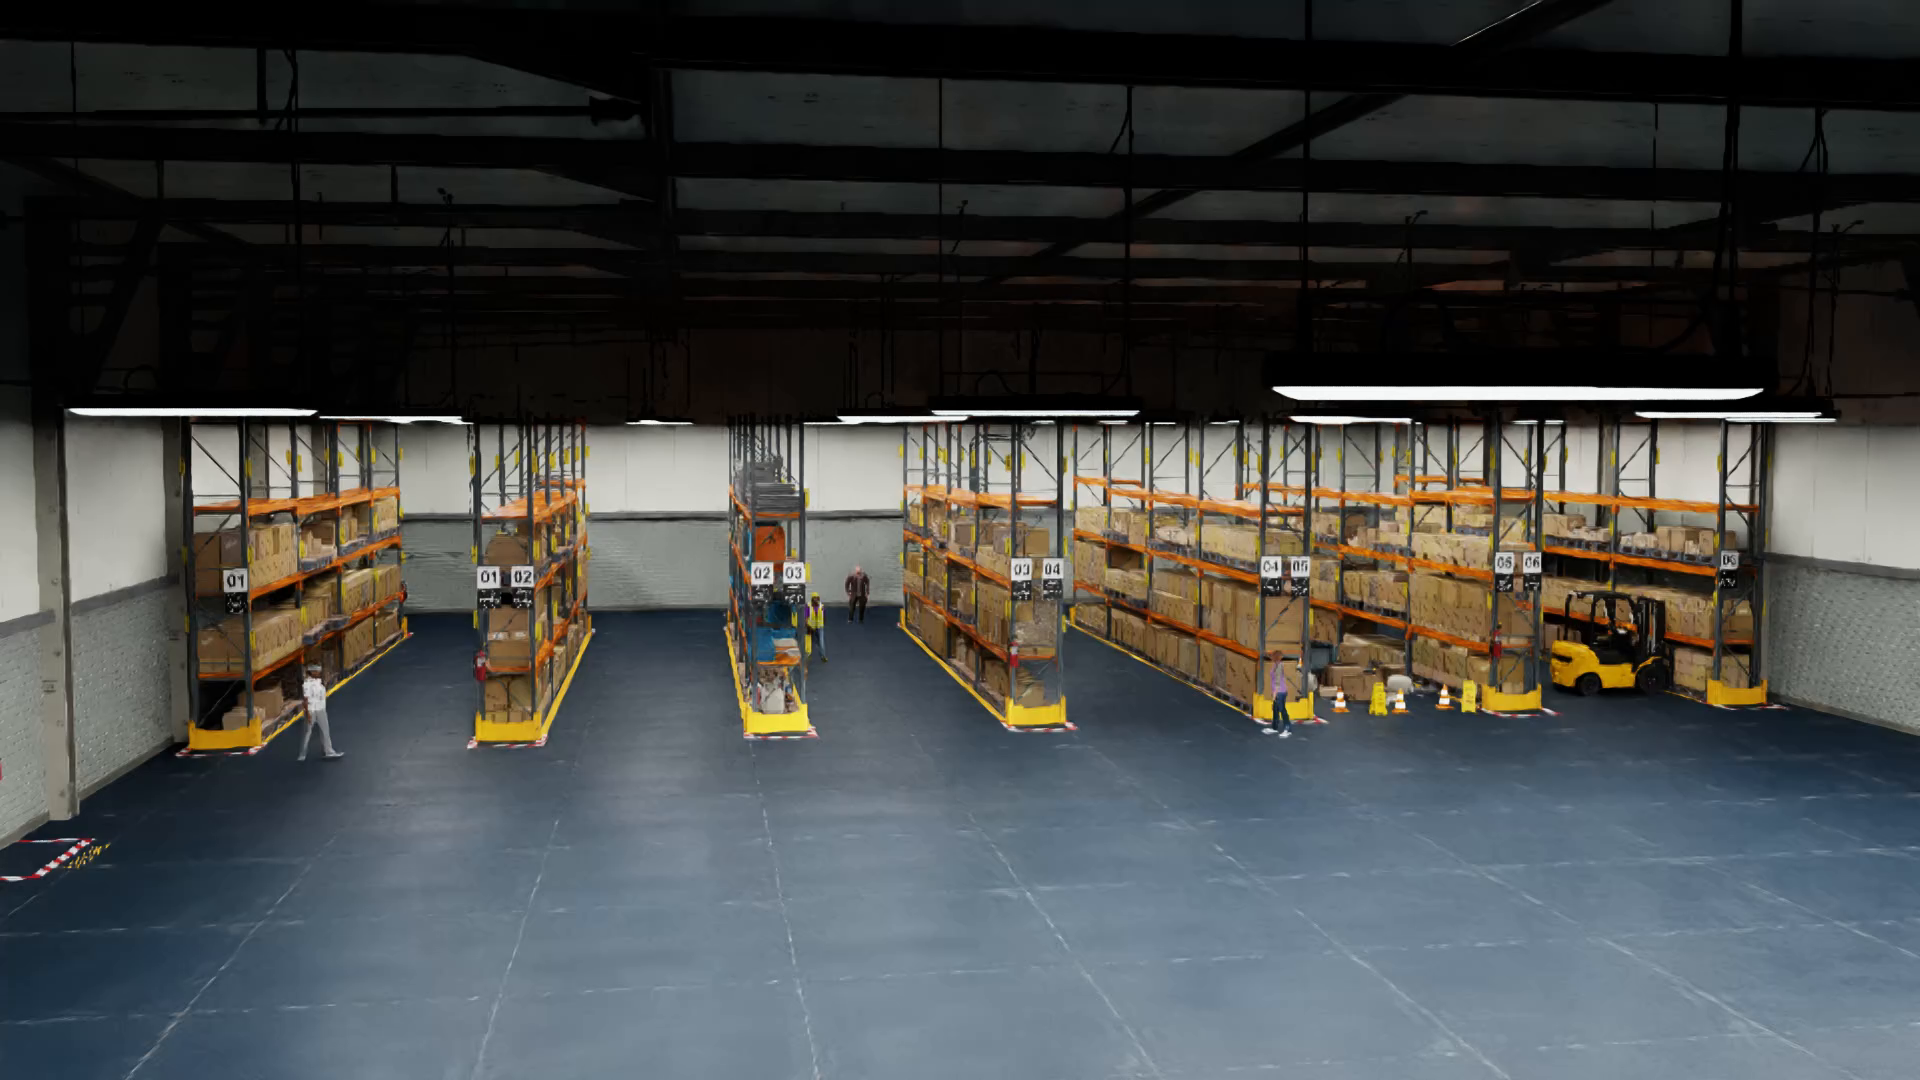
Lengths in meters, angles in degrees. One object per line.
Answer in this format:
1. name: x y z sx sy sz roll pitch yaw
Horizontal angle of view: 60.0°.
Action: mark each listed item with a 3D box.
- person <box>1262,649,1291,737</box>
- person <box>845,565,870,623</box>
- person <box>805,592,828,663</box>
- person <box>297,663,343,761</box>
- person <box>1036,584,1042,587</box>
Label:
1. person: 5.877 2.817 30.806 0.527 1.588 0.547 0 4 7
2. person: -2.987 1.573 48.392 0.729 1.733 0.546 -1 4 -10
3. person: -3.536 2.111 40.455 0.571 1.708 1.035 -1 4 -18
4. person: -11.065 2.931 28.589 0.520 1.675 0.687 2 4 24
5. person: 2.349 1.546 48.765 0.529 1.758 0.996 0 4 1
